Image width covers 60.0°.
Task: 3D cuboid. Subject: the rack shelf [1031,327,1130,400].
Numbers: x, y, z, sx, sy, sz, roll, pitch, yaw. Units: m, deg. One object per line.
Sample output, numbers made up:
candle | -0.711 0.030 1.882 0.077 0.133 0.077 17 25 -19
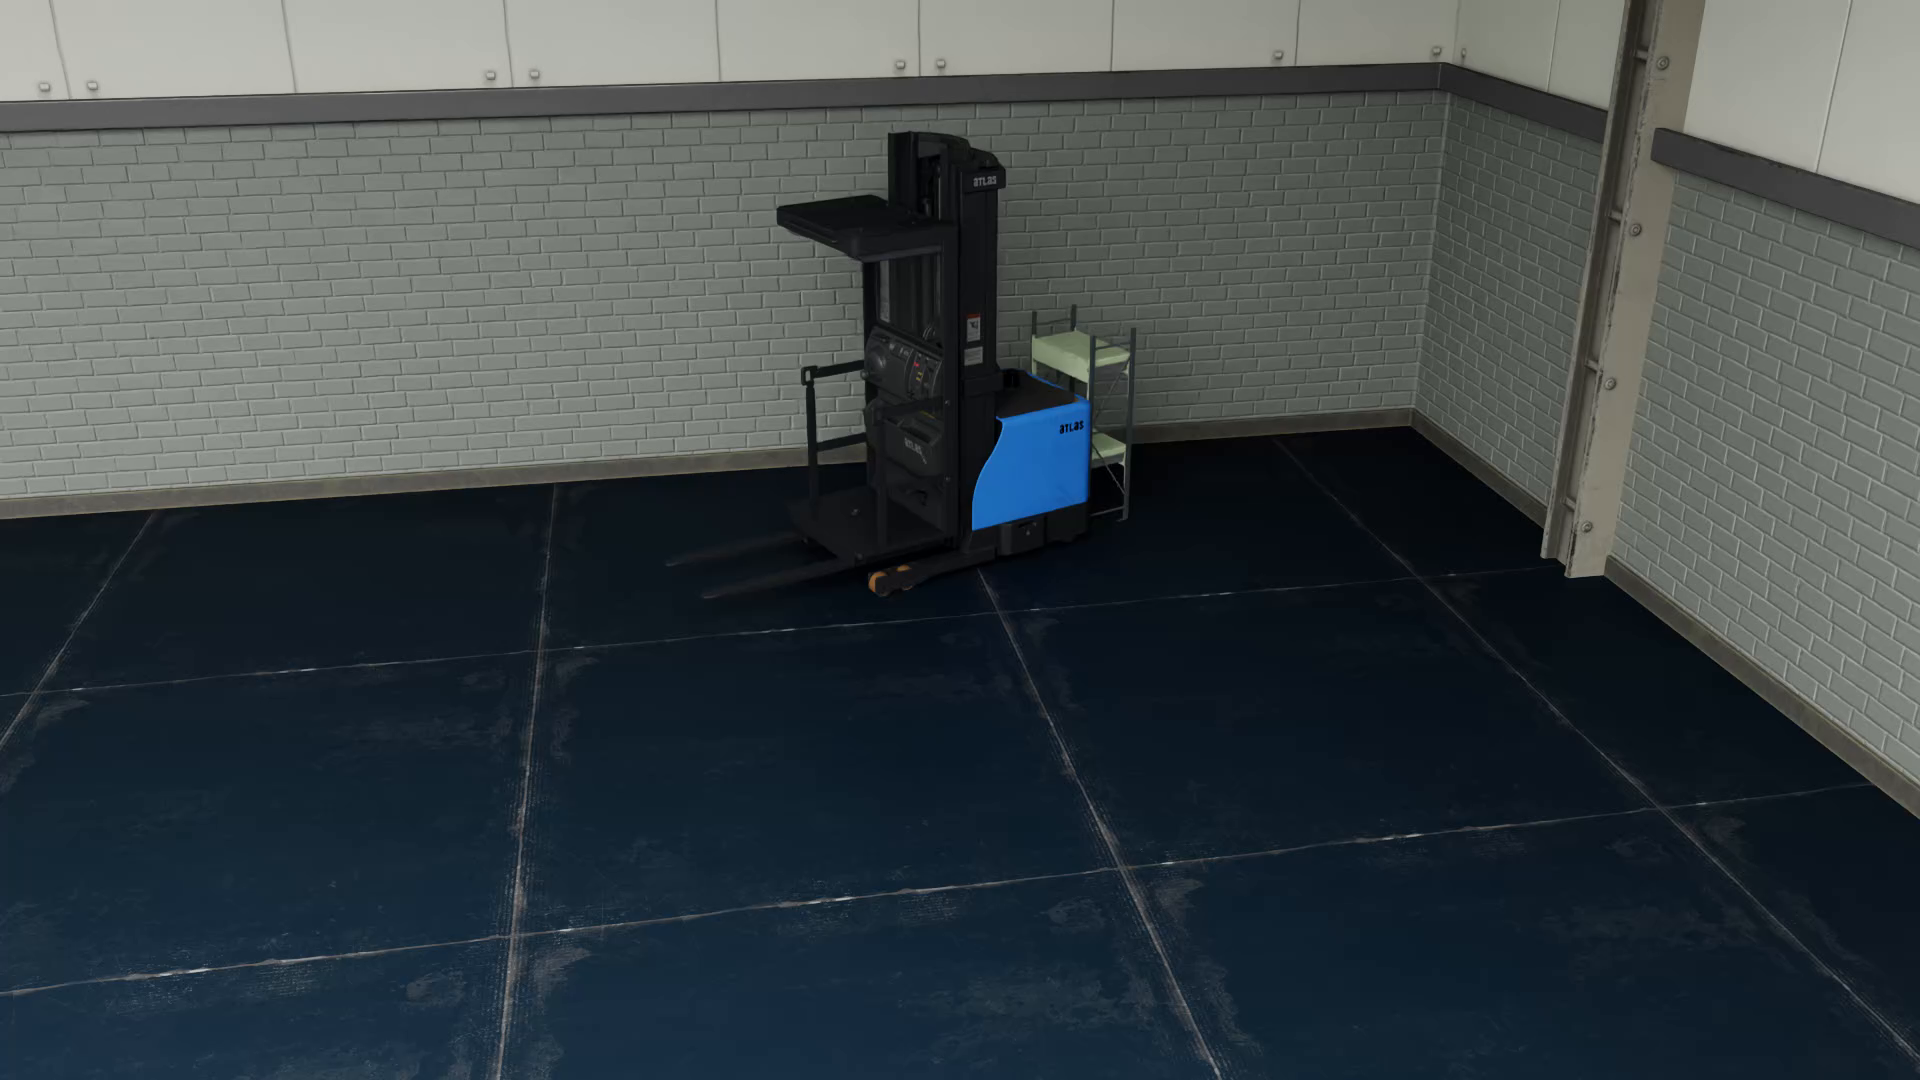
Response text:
rack shelf | 0.905 -1.289 12.352 0.431 0.370 0.720 -14 27 -29

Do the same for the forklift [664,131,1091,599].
forklift | -0.566 -1.199 11.334 3.031 2.935 1.130 -14 27 -29

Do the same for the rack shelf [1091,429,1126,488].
rack shelf | 0.905 -0.633 12.639 0.431 0.370 0.720 -14 27 -29

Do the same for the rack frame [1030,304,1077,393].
rack frame | 0.708 -1.055 12.792 0.400 1.500 0.023 -14 27 -29

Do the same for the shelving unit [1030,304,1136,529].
shelving unit | 0.905 -0.931 12.509 0.431 1.500 0.755 -14 27 -29

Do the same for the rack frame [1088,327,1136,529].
rack frame | 1.101 -0.808 12.226 0.400 1.500 0.023 -14 27 -29

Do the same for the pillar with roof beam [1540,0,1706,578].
pillar with roof beam | 0.140 -3.628 9.315 9.100 9.000 0.400 -4 24 -10
